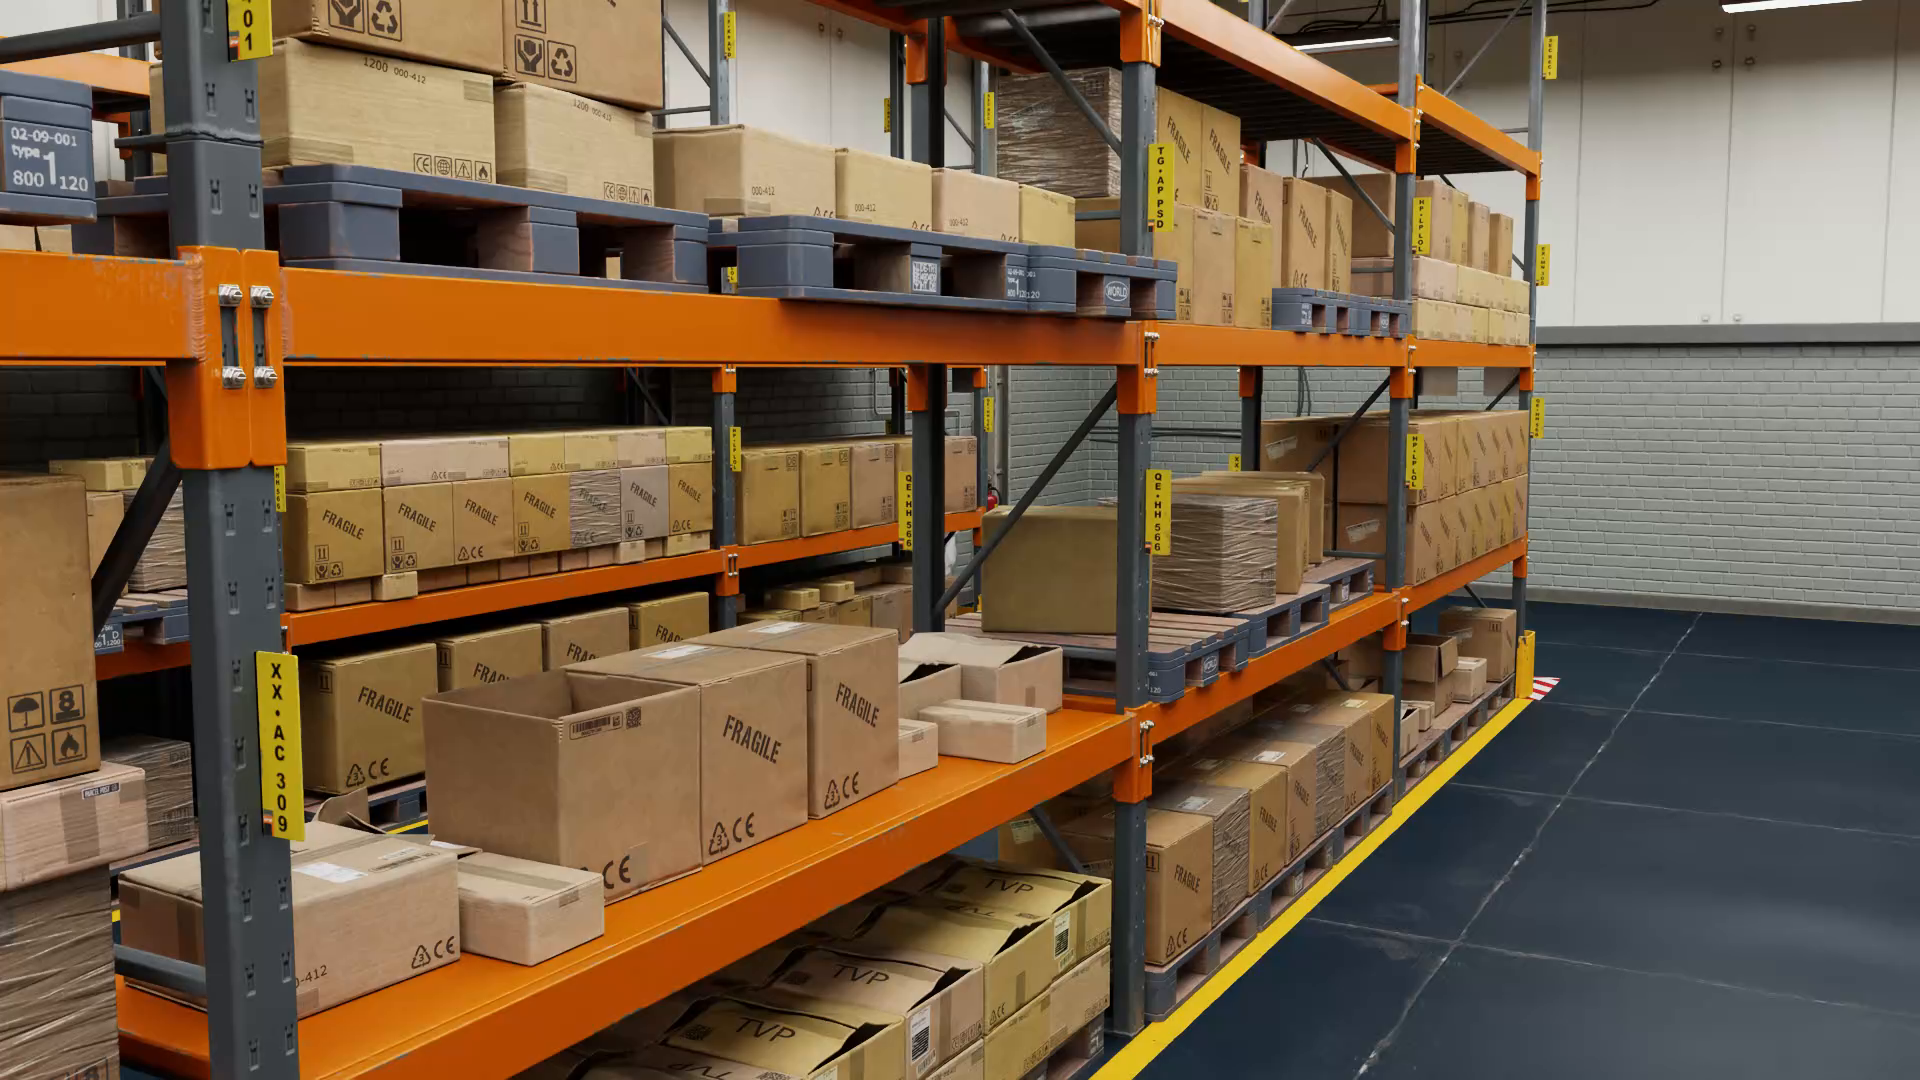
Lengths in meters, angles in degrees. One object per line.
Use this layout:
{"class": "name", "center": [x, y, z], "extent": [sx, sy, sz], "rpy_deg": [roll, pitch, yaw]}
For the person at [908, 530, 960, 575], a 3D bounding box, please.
{"class": "person", "center": [-0.351, 0.223, 17.585], "extent": [0.485, 1.213, 0.948], "rpy_deg": [3, 7, 28]}
